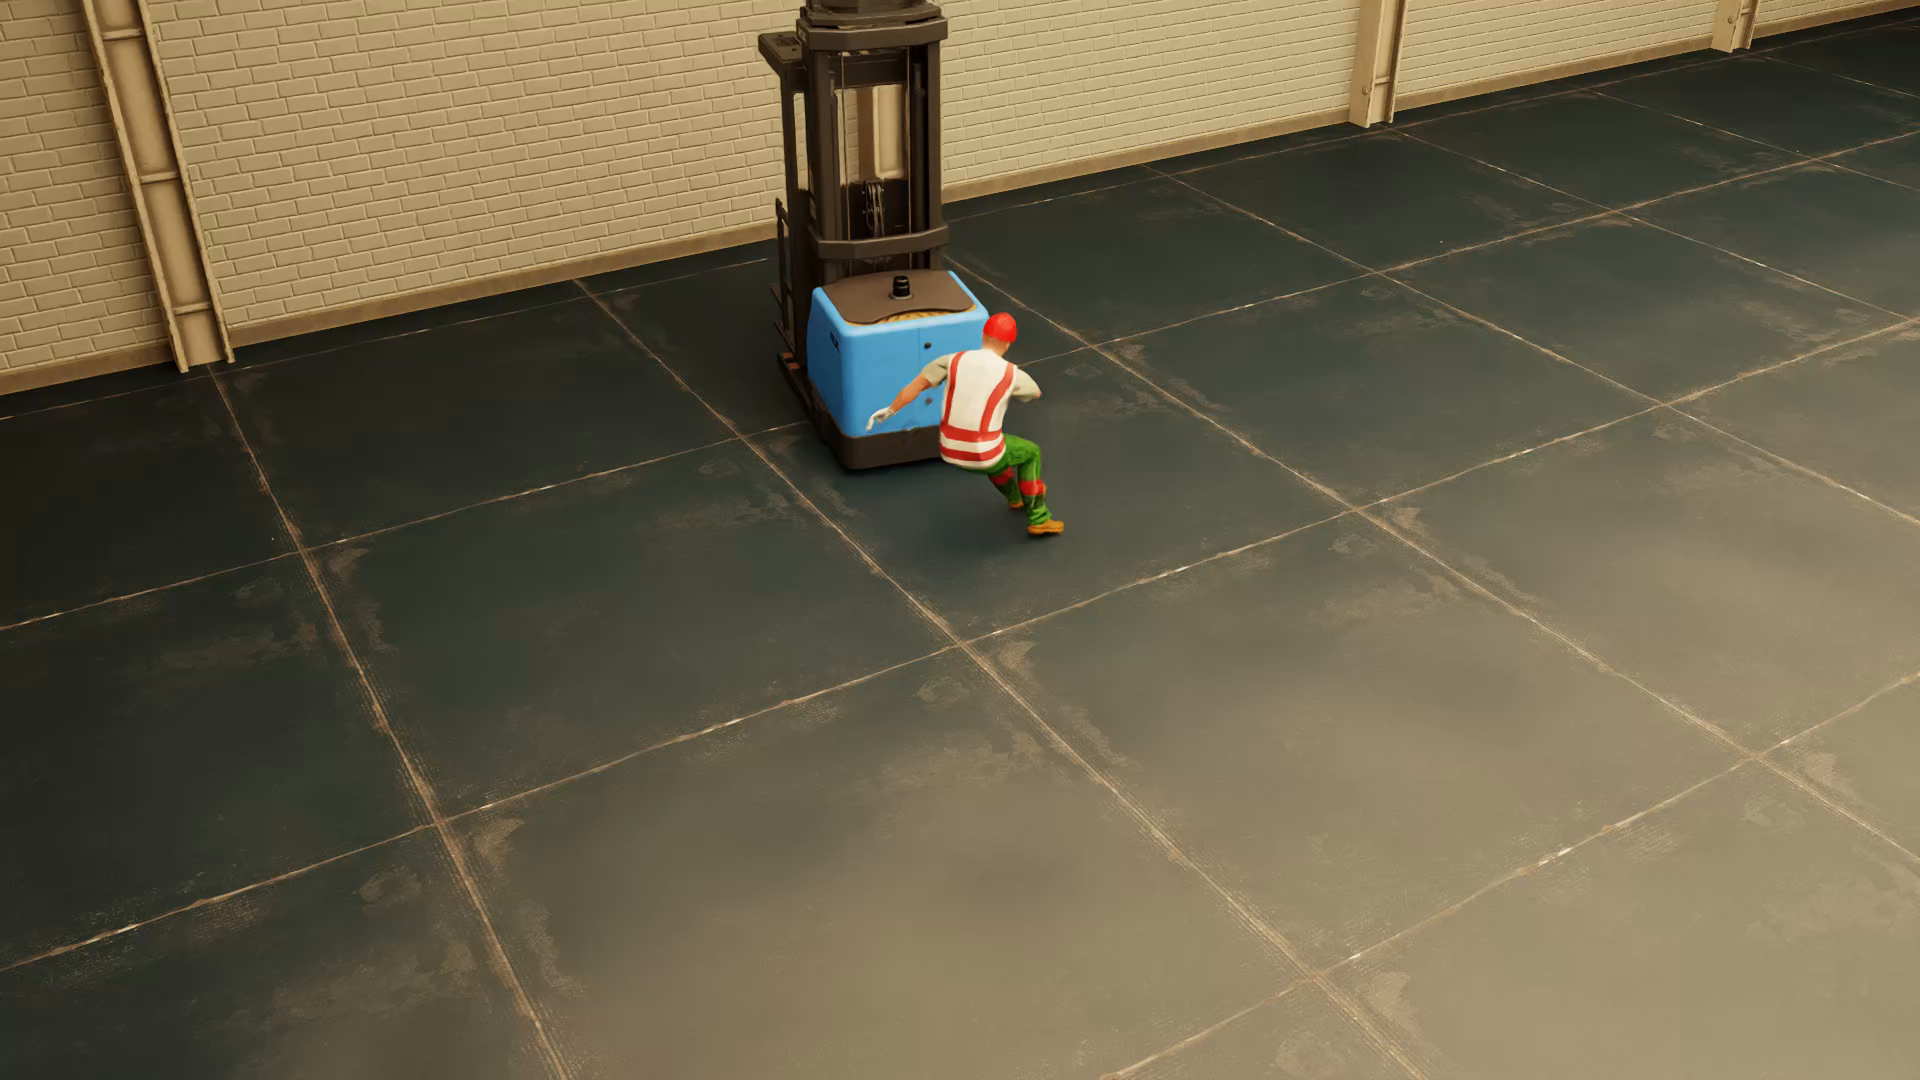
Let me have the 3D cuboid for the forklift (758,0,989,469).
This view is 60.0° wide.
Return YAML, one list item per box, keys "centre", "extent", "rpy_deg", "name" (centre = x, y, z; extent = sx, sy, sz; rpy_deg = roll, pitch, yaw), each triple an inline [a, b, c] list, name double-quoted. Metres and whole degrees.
- centre: [-0.746, -2.478, 11.785]
  extent: [1.130, 2.935, 3.031]
  rpy_deg: [-10, 32, -16]
  name: "forklift"

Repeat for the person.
- centre: [0.100, -0.739, 10.295]
  extent: [1.087, 1.507, 0.965]
  rpy_deg: [12, 33, 20]
  name: "person"
